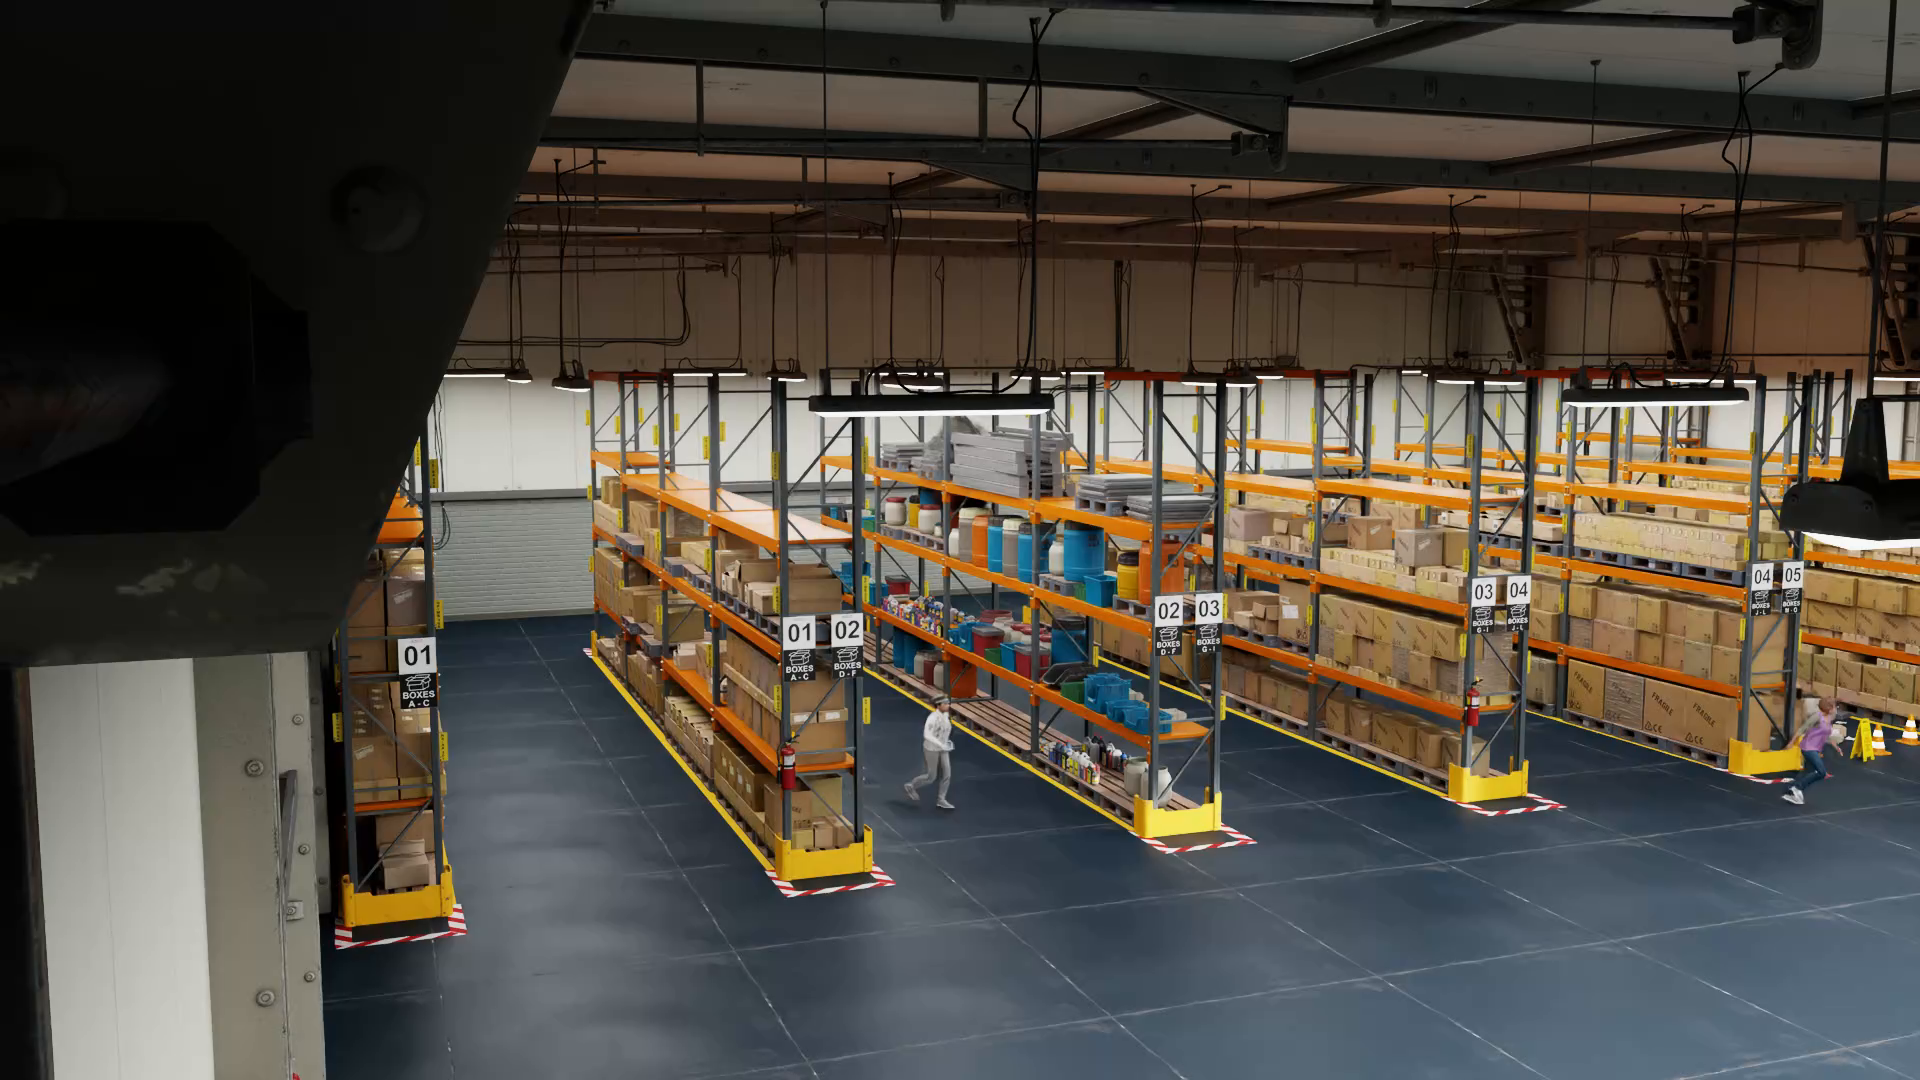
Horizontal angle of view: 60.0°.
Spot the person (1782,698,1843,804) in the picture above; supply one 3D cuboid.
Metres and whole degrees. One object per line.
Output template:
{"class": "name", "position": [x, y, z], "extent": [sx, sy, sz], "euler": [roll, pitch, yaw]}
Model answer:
{"class": "person", "position": [11.999, 2.963, 23.369], "extent": [0.697, 1.538, 0.518], "euler": [6, 8, 41]}

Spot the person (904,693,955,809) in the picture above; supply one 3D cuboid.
{"class": "person", "position": [-0.414, 2.927, 23.286], "extent": [0.781, 1.650, 0.614], "euler": [4, 8, 32]}

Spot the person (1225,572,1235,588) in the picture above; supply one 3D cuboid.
{"class": "person", "position": [6.779, 0.693, 42.508], "extent": [0.666, 1.840, 0.810], "euler": [4, 7, 31]}
